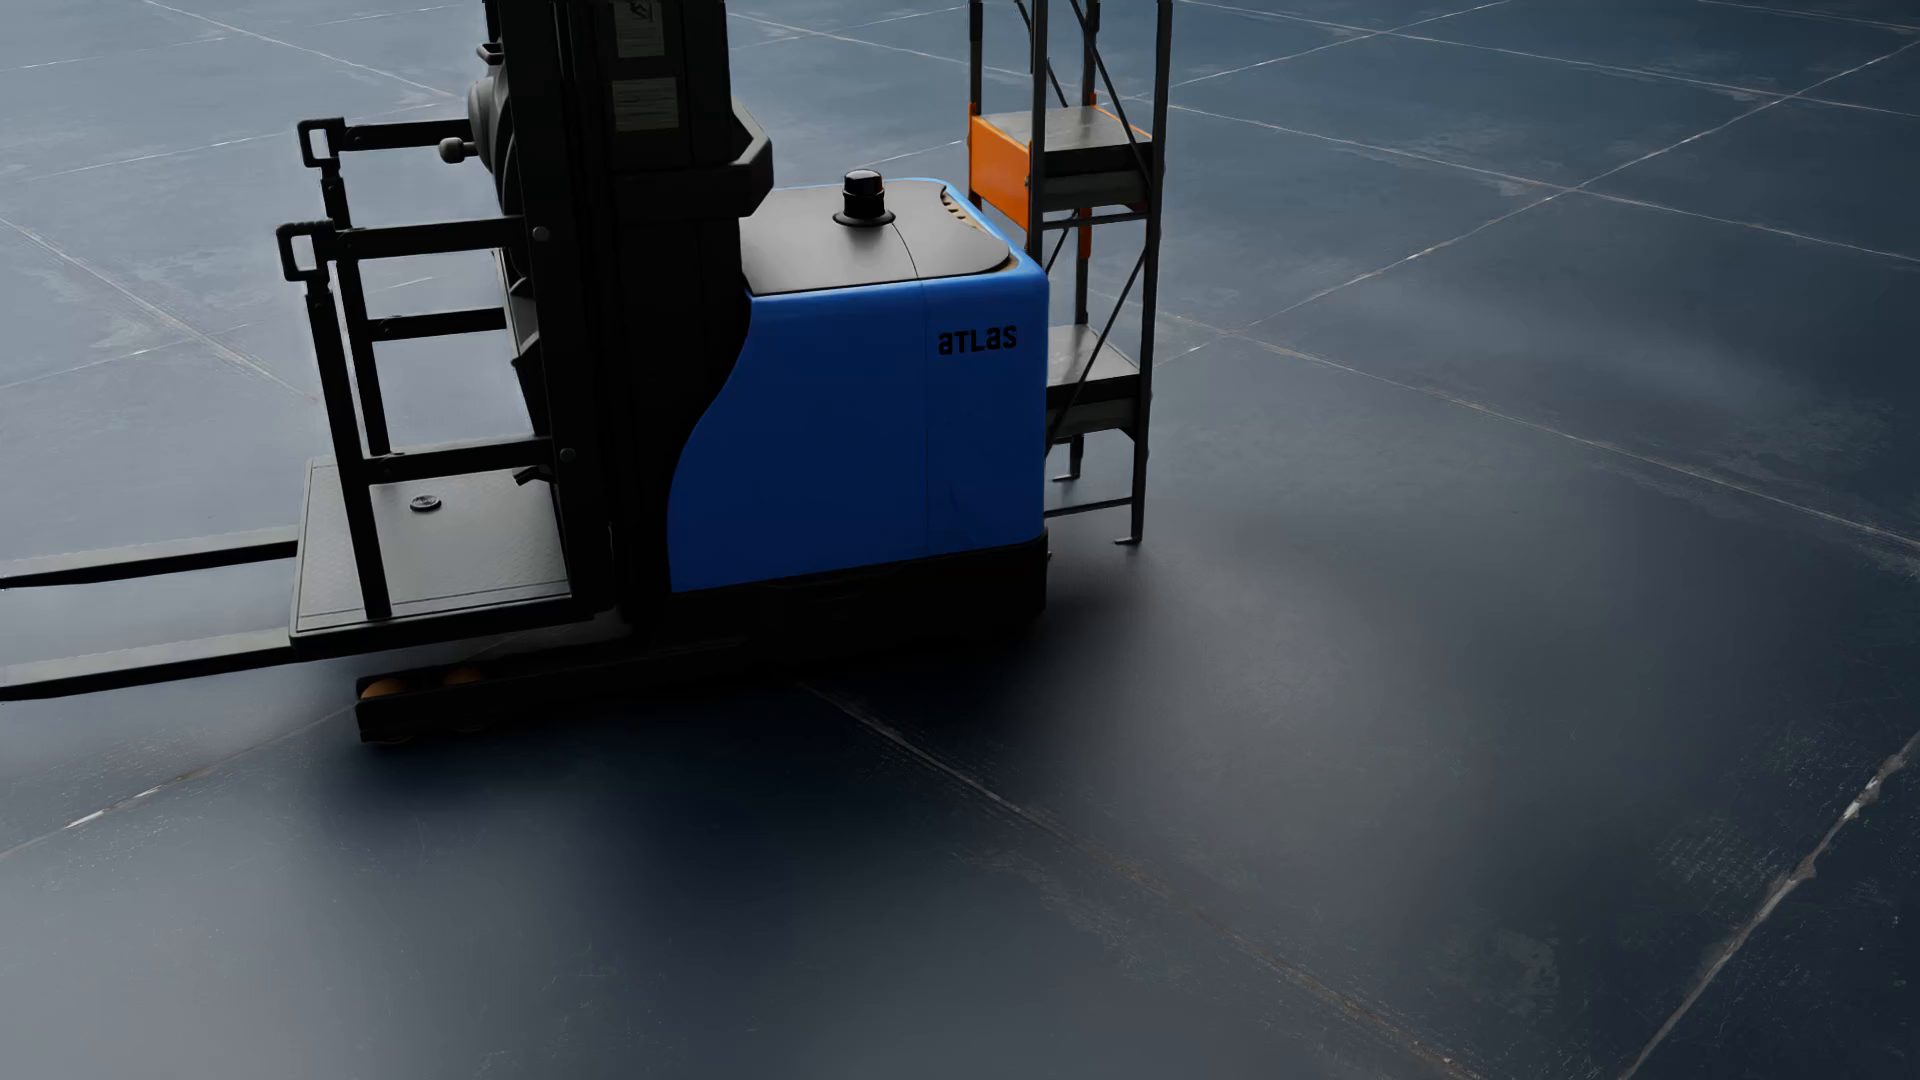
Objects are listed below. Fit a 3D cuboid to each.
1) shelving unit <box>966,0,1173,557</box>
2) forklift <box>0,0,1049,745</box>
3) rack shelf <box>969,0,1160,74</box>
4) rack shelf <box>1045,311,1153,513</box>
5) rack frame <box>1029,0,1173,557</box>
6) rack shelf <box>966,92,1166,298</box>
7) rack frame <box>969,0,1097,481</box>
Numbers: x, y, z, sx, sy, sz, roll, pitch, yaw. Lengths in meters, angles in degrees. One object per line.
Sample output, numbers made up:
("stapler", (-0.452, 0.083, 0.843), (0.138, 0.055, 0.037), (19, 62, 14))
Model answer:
("shelving unit", (0.301, -1.006, 4.907), (0.431, 2.100, 0.503), (-10, 29, -18))
("forklift", (-1.330, -1.048, 4.094), (3.031, 2.935, 1.130), (-8, 29, -15))
("rack shelf", (0.301, -1.614, 4.588), (0.431, 0.518, 0.480), (-10, 29, -18))
("rack shelf", (0.301, -0.374, 5.239), (0.431, 0.518, 0.480), (-10, 29, -18))
("rack frame", (0.385, -0.899, 4.704), (0.400, 2.100, 0.015), (-10, 29, -18))
("rack shelf", (0.301, -0.994, 4.913), (0.431, 0.518, 0.480), (-10, 29, -18))
("rack frame", (0.218, -1.113, 5.110), (0.400, 2.100, 0.015), (-10, 29, -18))
